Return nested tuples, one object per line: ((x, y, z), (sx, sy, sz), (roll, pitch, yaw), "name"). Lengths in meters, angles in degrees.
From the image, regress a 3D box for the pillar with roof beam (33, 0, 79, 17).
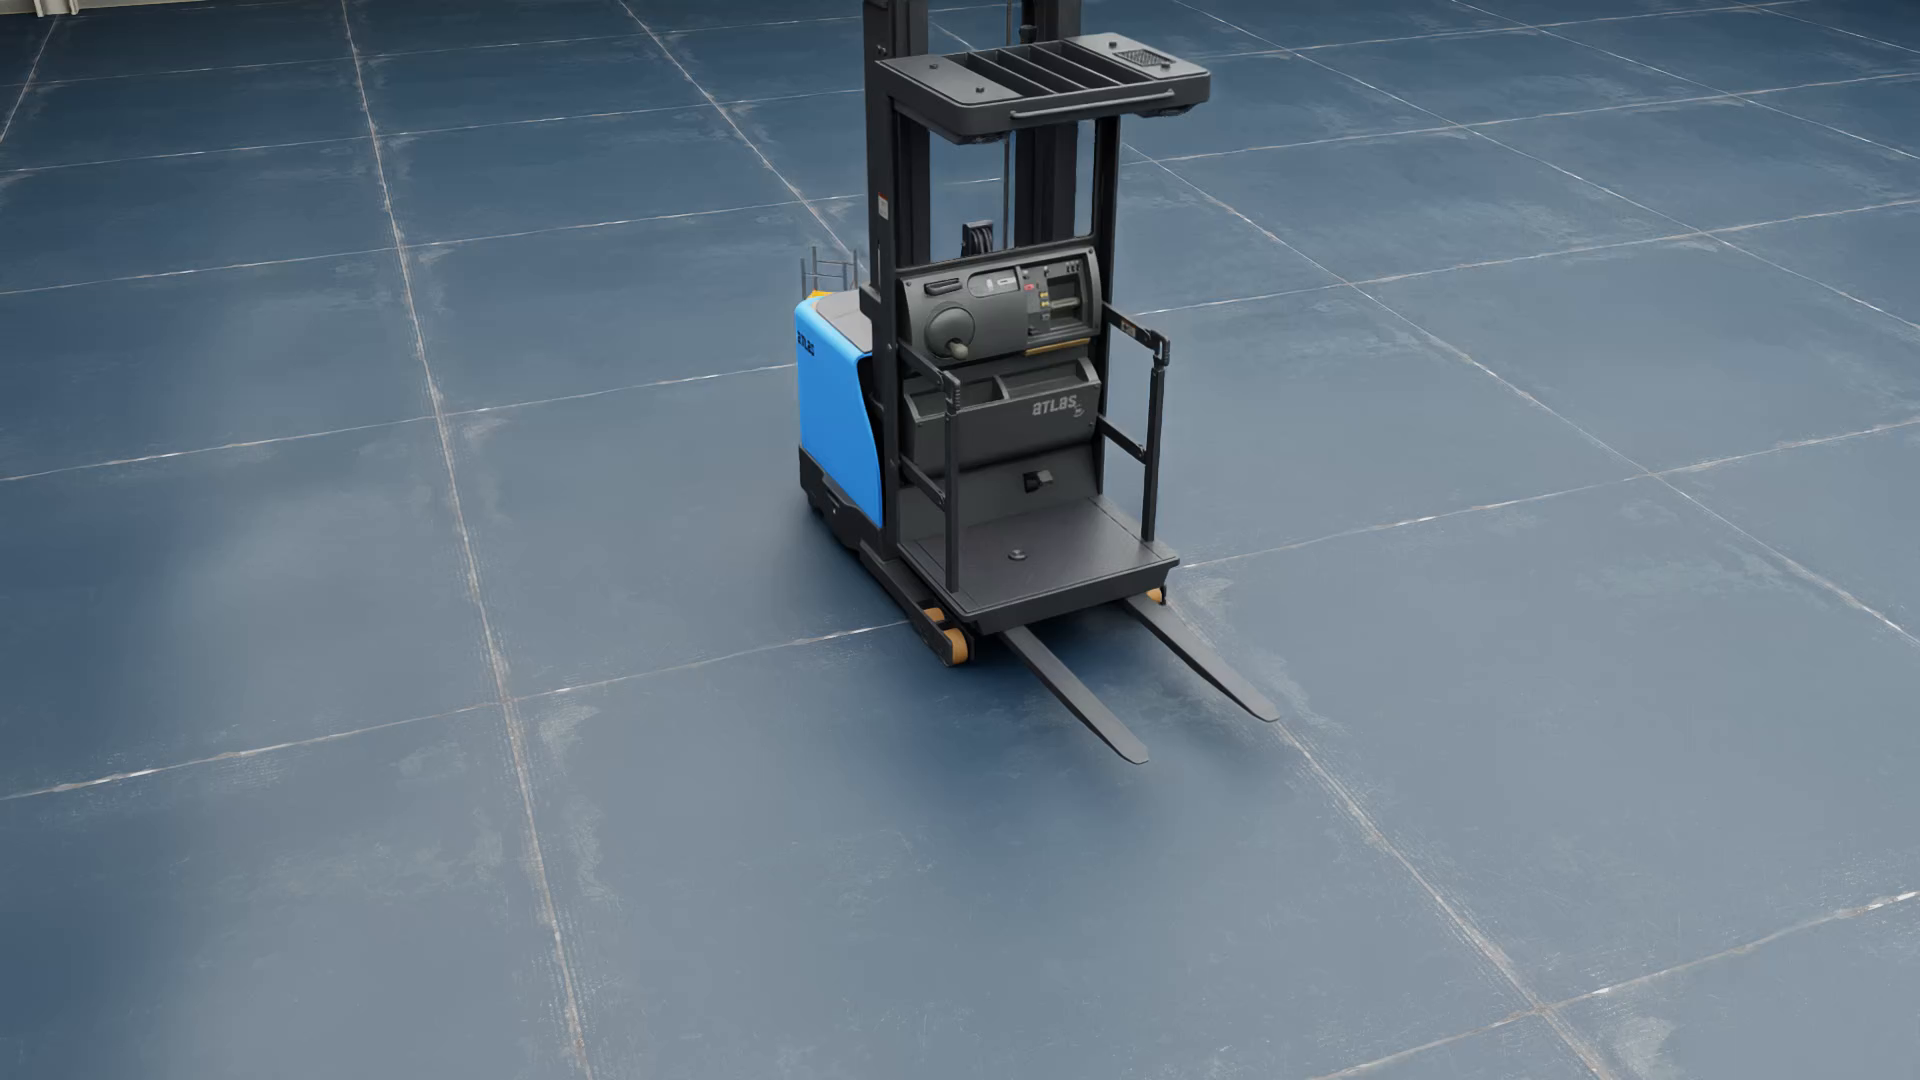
((-8.586, -7.815, 12.876), (0.400, 9.000, 9.100), (-10, 31, -18), "pillar with roof beam")

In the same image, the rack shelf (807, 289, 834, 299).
((-0.658, -1.191, 8.491), (0.258, 0.103, 0.180), (7, 30, 12), "rack shelf")

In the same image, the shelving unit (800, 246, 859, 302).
((-0.658, -0.917, 8.647), (0.258, 1.200, 0.189), (7, 30, 12), "shelving unit")

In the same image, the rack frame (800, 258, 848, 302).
((-0.680, -0.873, 8.570), (0.240, 1.200, 0.006), (7, 30, 12), "rack frame")

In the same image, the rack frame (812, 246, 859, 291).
((-0.636, -0.961, 8.724), (0.240, 1.200, 0.006), (7, 30, 12), "rack frame")

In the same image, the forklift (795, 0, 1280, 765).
((0.287, -0.973, 6.996), (1.130, 2.935, 3.031), (-14, 33, -23), "forklift")
